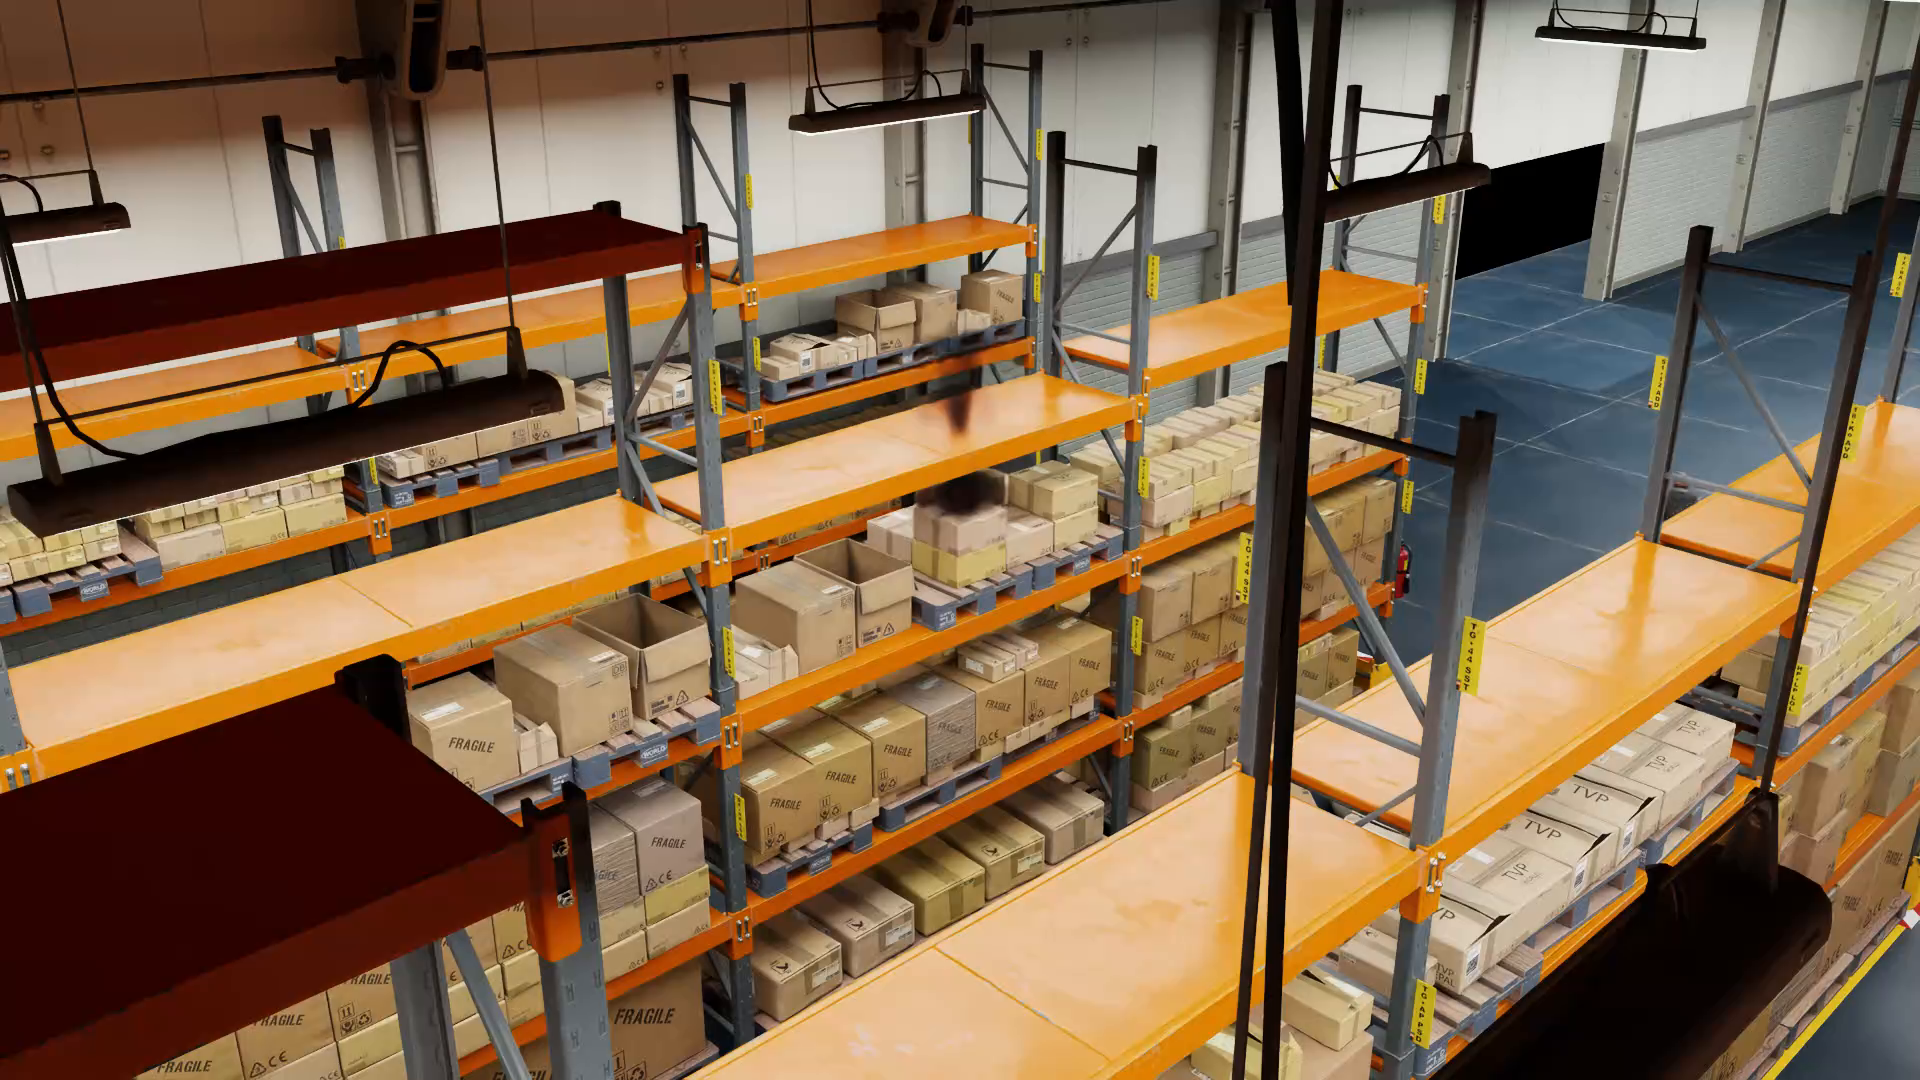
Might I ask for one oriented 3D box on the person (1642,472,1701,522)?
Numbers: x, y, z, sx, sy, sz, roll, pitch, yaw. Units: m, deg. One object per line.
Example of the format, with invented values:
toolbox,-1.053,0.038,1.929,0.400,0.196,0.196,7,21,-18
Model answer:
person,7.850,0.156,18.421,0.701,1.680,0.990,8,24,19
